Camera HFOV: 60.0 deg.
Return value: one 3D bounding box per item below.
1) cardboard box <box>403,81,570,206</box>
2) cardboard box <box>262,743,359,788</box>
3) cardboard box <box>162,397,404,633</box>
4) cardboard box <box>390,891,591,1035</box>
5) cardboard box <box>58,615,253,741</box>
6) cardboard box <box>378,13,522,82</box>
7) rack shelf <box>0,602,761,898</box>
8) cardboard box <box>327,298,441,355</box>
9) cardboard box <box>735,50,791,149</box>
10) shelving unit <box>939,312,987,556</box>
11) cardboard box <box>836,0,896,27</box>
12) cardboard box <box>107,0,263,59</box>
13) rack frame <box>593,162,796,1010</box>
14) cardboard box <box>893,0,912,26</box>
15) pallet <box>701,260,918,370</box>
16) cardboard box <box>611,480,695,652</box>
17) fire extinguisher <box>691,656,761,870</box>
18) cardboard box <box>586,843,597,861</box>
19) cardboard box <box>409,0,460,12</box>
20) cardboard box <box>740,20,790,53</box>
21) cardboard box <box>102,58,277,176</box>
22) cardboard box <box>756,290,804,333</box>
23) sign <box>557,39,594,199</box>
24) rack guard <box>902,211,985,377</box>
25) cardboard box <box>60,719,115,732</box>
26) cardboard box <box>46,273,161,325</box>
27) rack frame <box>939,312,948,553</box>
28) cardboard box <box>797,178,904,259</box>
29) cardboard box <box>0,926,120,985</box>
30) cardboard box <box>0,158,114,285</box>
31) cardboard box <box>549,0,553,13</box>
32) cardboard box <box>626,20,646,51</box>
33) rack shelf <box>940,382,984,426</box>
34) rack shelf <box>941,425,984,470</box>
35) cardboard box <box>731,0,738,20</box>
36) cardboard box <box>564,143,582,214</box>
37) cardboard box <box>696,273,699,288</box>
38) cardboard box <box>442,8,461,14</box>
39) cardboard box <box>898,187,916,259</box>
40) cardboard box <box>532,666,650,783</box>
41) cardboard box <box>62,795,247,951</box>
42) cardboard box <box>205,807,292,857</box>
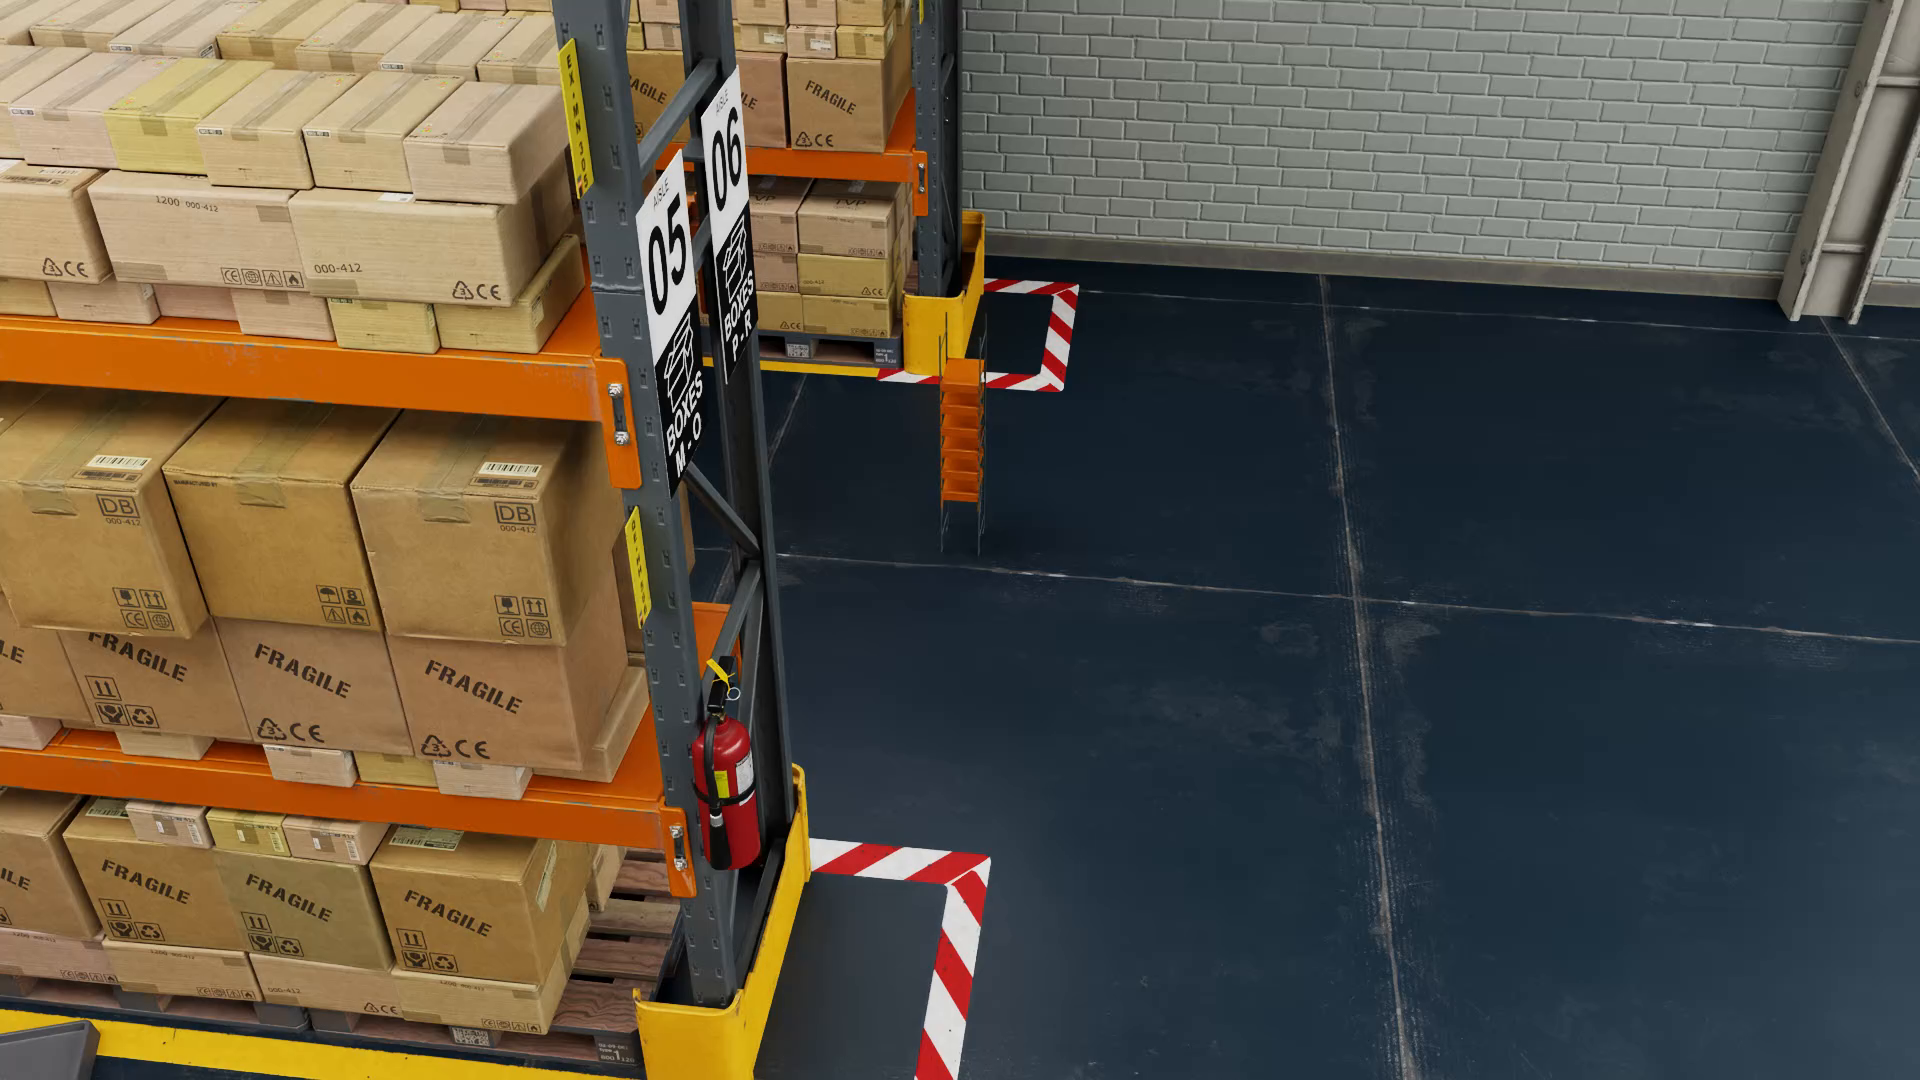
[{"bbox_3d":[-1.113,-0.943,3.937,0.250,0.149,0.380,5,36,6],"label":"cardboard box"},{"bbox_3d":[-1.914,0.565,5.092,0.250,0.149,0.380,5,36,7],"label":"cardboard box"},{"bbox_3d":[-1.775,-0.167,4.700,0.500,0.500,0.700,5,36,6],"label":"cardboard box"},{"bbox_3d":[-1.599,1.397,5.716,0.500,0.250,0.500,4,36,6],"label":"cardboard box"},{"bbox_3d":[-2.305,0.233,4.999,0.500,0.500,0.500,4,36,6],"label":"cardboard box"},{"bbox_3d":[-1.318,-1.242,4.355,0.250,0.149,0.380,4,36,6],"label":"cardboard box"},{"bbox_3d":[-2.723,0.500,5.587,4.000,0.370,1.077,4,36,6],"label":"rack shelf"},{"bbox_3d":[-1.380,-0.628,4.182,0.250,0.149,0.380,5,36,6],"label":"cardboard box"},{"bbox_3d":[-1.146,-2.475,9.049,0.500,0.500,0.500,5,36,7],"label":"cardboard box"},{"bbox_3d":[0.014,-0.487,7.900,0.189,1.200,0.258,4,36,6],"label":"shelving unit"},{"bbox_3d":[-0.493,-2.836,8.741,0.250,0.149,0.380,4,36,6],"label":"cardboard box"},{"bbox_3d":[-2.055,-1.320,4.465,0.250,0.149,0.380,4,36,6],"label":"cardboard box"},{"bbox_3d":[-0.740,0.355,5.170,0.127,3.000,1.000,4,36,6],"label":"rack frame"},{"bbox_3d":[-0.414,-2.984,9.205,0.250,0.149,0.380,3,36,5],"label":"cardboard box"},{"bbox_3d":[-0.875,-1.403,10.034,1.213,0.211,1.003,4,36,6],"label":"pallet"},{"bbox_3d":[-1.174,-0.002,5.328,0.500,0.500,0.500,4,36,5],"label":"cardboard box"},{"bbox_3d":[-0.685,0.661,4.809,0.183,0.674,0.296,4,36,6],"label":"fire extinguisher"},{"bbox_3d":[-1.528,0.778,5.938,0.500,0.500,0.500,3,36,4],"label":"cardboard box"},{"bbox_3d":[-2.772,-2.970,8.928,0.250,0.149,0.380,4,36,5],"label":"cardboard box"},{"bbox_3d":[-0.997,-2.730,8.849,0.250,0.149,0.380,5,36,7],"label":"cardboard box"},{"bbox_3d":[-1.864,-1.041,4.074,0.250,0.149,0.380,4,36,6],"label":"cardboard box"},{"bbox_3d":[-1.109,-1.452,9.708,0.500,0.250,0.500,4,36,6],"label":"cardboard box"},{"bbox_3d":[-0.830,-0.908,3.596,0.005,0.325,0.100,4,36,6],"label":"sign"},{"bbox_3d":[-0.087,-1.486,9.902,0.348,0.500,1.175,4,36,6],"label":"rack guard"},{"bbox_3d":[-2.651,0.429,5.284,0.250,0.149,0.380,4,36,6],"label":"cardboard box"},{"bbox_3d":[-2.135,-0.716,4.305,0.250,0.149,0.380,4,36,6],"label":"cardboard box"},{"bbox_3d":[-0.076,-0.494,7.909,0.006,1.200,0.240,4,36,6],"label":"rack frame"},{"bbox_3d":[-0.608,-1.818,9.360,0.500,0.250,0.500,5,36,8],"label":"cardboard box"},{"bbox_3d":[-3.099,1.277,5.884,0.500,0.250,0.500,4,36,5],"label":"cardboard box"},{"bbox_3d":[-2.295,-0.882,4.195,0.500,0.250,0.500,5,36,7],"label":"cardboard box"},{"bbox_3d":[-2.015,-2.946,8.895,0.250,0.149,0.380,5,36,7],"label":"cardboard box"},{"bbox_3d":[-1.766,-2.755,8.884,0.250,0.149,0.380,5,36,6],"label":"cardboard box"},{"bbox_3d":[0.014,-0.646,7.786,0.180,0.103,0.258,4,36,6],"label":"rack shelf"},{"bbox_3d":[0.014,-0.451,7.926,0.180,0.103,0.258,4,36,6],"label":"rack shelf"},{"bbox_3d":[-1.242,-2.901,8.833,0.250,0.149,0.380,4,36,6],"label":"cardboard box"},{"bbox_3d":[-1.204,-1.117,4.523,0.500,0.250,0.500,4,36,5],"label":"cardboard box"},{"bbox_3d":[-1.644,-1.686,9.605,0.500,0.250,0.500,3,36,5],"label":"cardboard box"},{"bbox_3d":[-2.782,-2.828,8.986,0.250,0.149,0.380,4,36,5],"label":"cardboard box"},{"bbox_3d":[-0.551,-1.915,9.926,0.500,0.250,0.500,5,36,7],"label":"cardboard box"},{"bbox_3d":[-1.138,0.553,5.109,0.250,0.149,0.380,5,36,8],"label":"cardboard box"},{"bbox_3d":[-2.585,1.011,5.611,0.500,0.500,0.500,3,36,5],"label":"cardboard box"},{"bbox_3d":[-2.189,0.816,5.326,0.250,0.149,0.380,5,36,7],"label":"cardboard box"}]
